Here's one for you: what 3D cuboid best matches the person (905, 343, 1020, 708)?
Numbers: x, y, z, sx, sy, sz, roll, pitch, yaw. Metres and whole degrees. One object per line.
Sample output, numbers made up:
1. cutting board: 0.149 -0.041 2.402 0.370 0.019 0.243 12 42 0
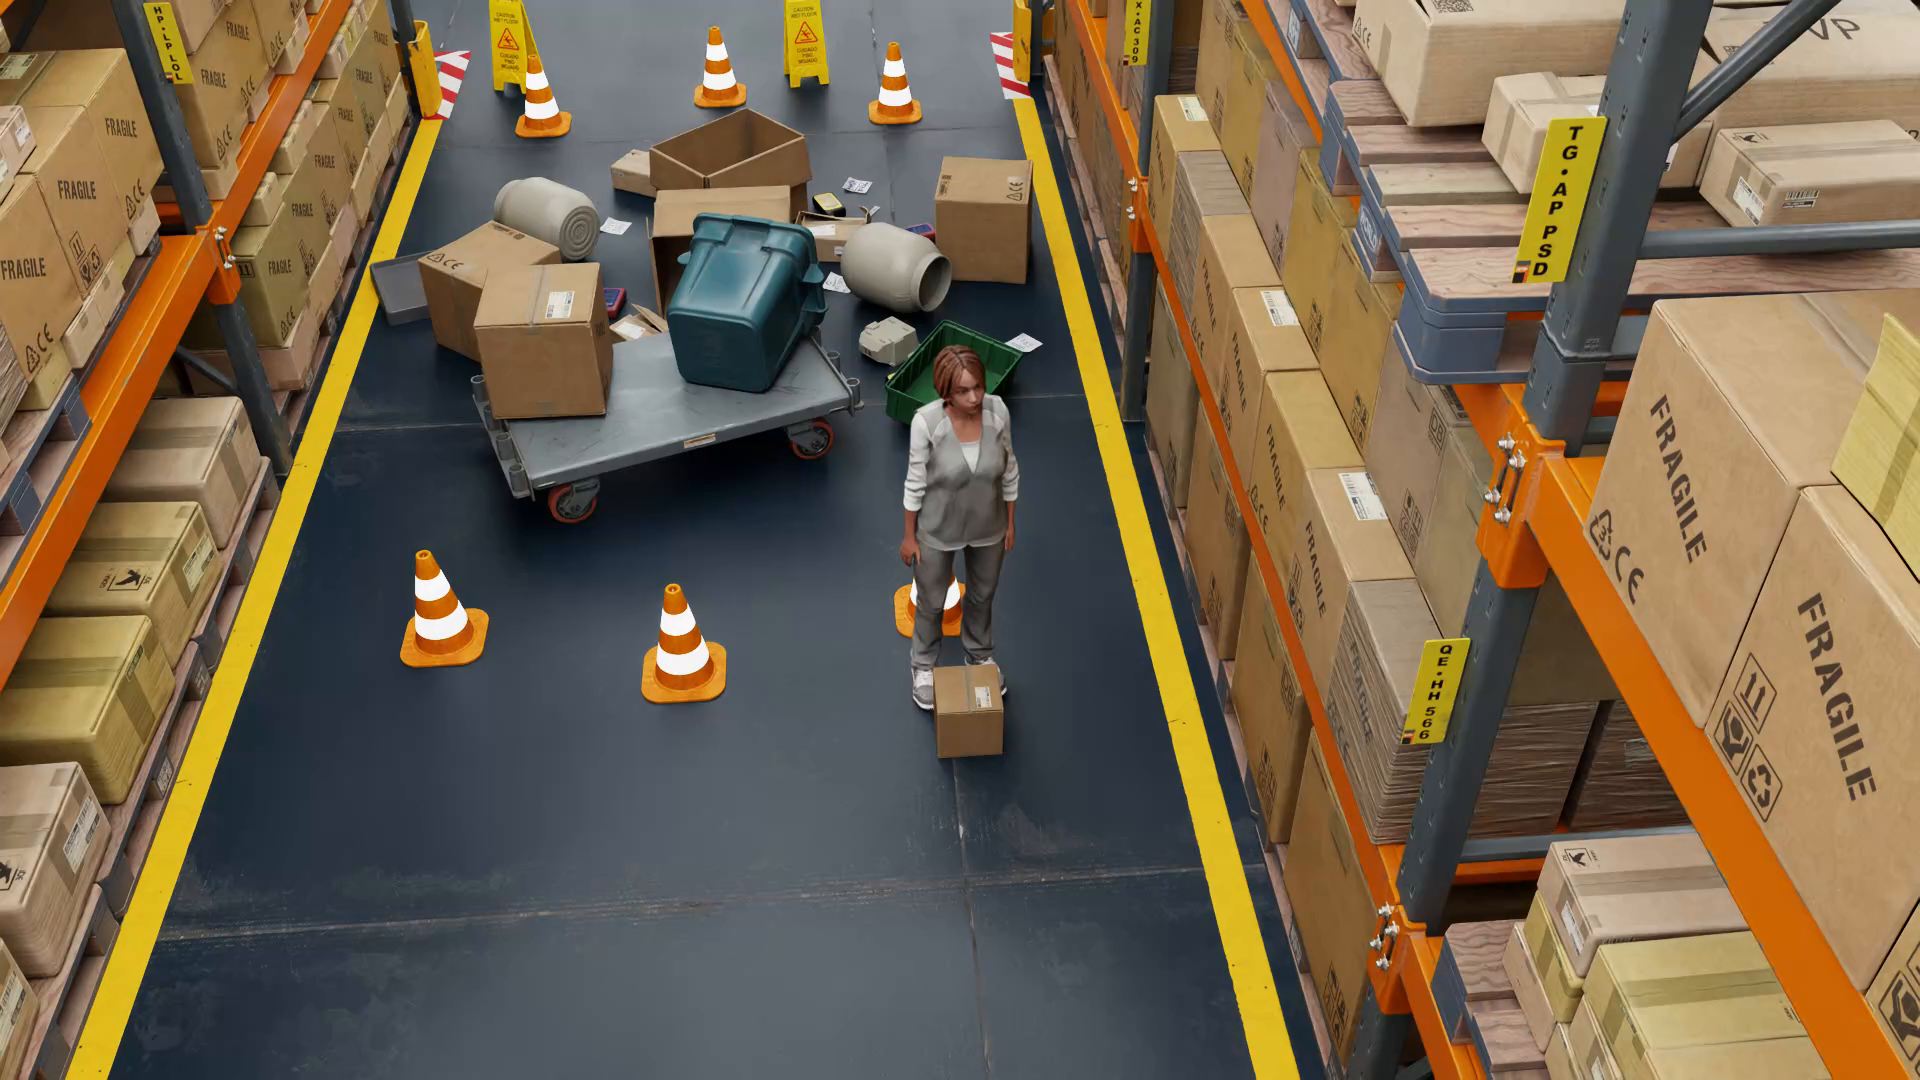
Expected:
1. person: 0.010 -0.043 6.188 0.424 1.597 0.331 -3 40 -4
